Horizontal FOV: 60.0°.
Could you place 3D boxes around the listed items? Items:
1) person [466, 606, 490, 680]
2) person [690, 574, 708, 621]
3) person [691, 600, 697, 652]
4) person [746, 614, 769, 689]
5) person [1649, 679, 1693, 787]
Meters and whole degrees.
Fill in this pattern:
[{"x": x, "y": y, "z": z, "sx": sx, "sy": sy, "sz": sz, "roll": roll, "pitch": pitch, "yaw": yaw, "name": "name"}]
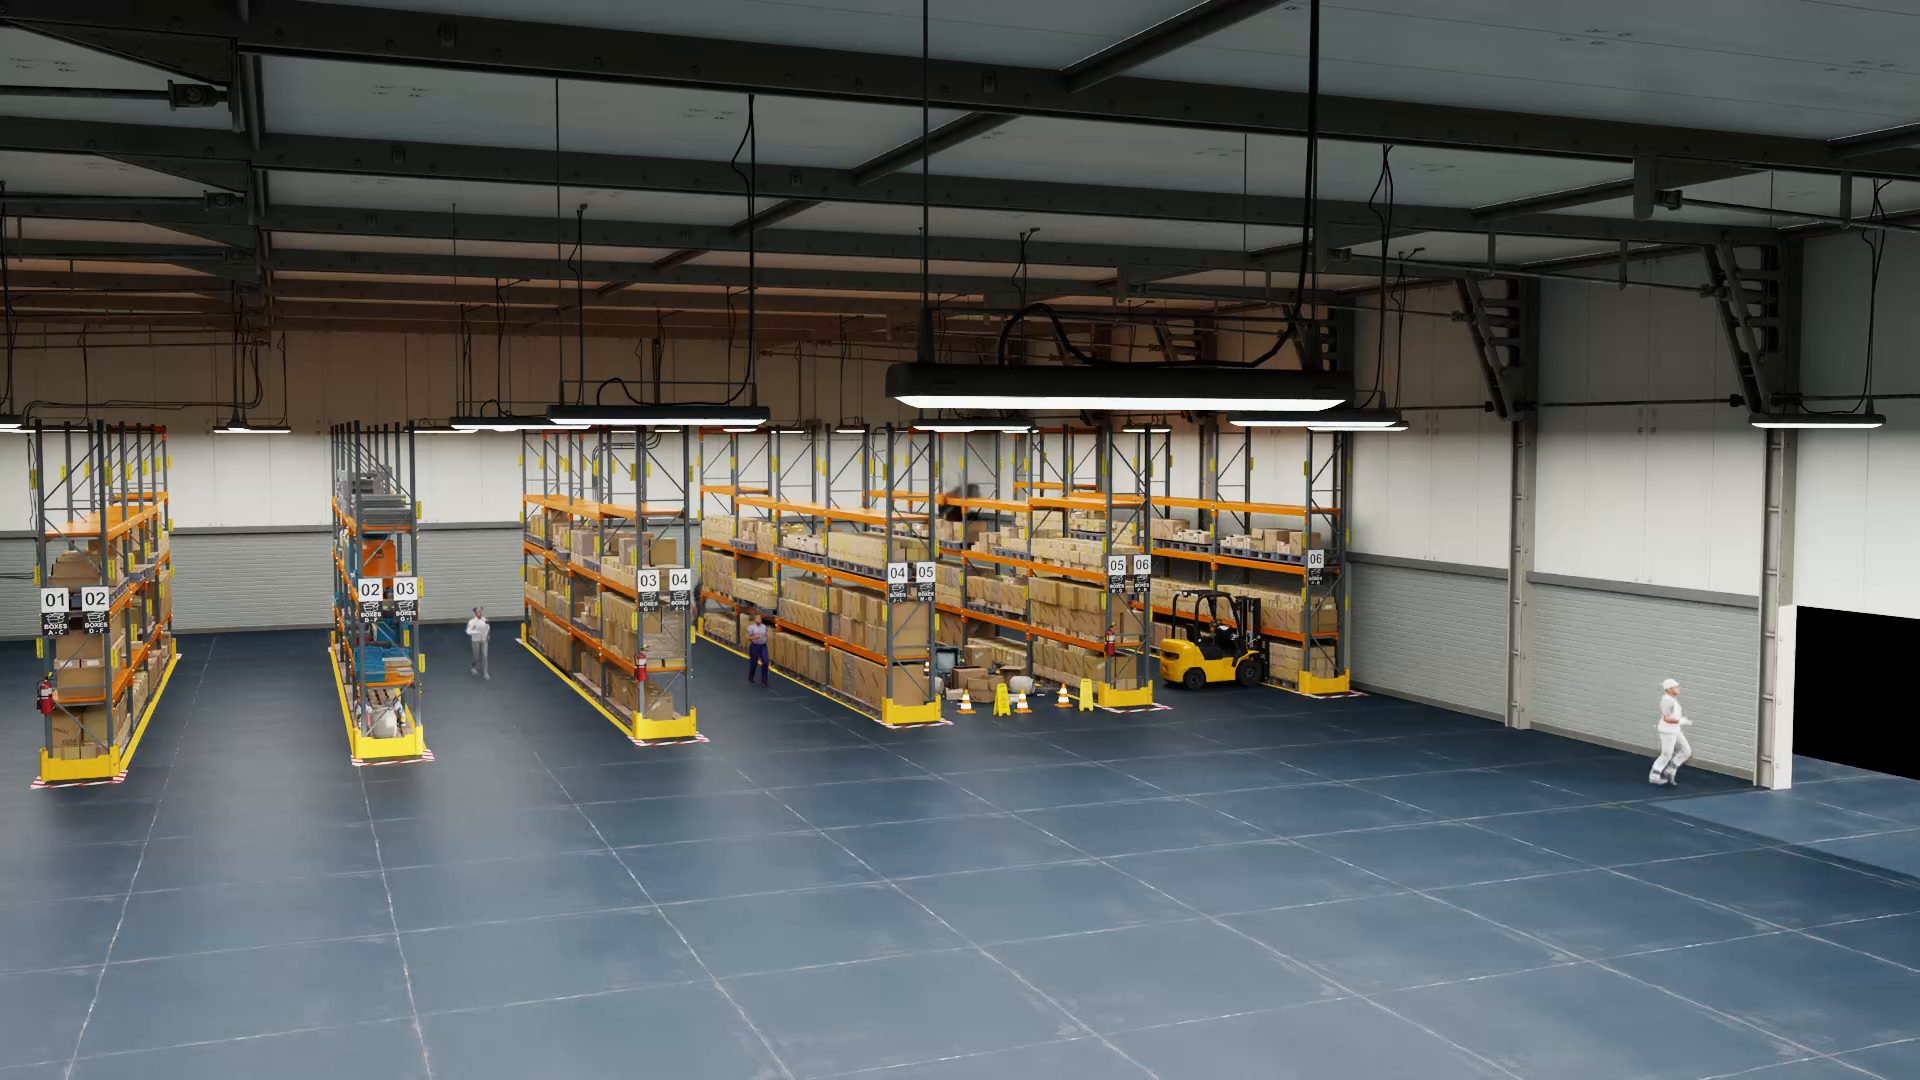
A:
[{"x": -11.334, "y": 2.404, "z": 39.219, "sx": 0.612, "sy": 1.702, "sz": 0.919, "roll": -2, "pitch": 4, "yaw": -35, "name": "person"}, {"x": -7.832, "y": 1.808, "z": 49.434, "sx": 0.908, "sy": 1.659, "sz": 0.805, "roll": 0, "pitch": 4, "yaw": 0, "name": "person"}, {"x": -7.328, "y": 2.166, "z": 44.475, "sx": 0.587, "sy": 1.616, "sz": 0.706, "roll": -2, "pitch": 4, "yaw": -23, "name": "person"}, {"x": -4.607, "y": 2.563, "z": 37.949, "sx": 0.596, "sy": 1.600, "sz": 0.793, "roll": -2, "pitch": 4, "yaw": -26, "name": "person"}, {"x": 11.593, "y": 3.144, "z": 27.058, "sx": 0.692, "sy": 1.784, "sz": 0.628, "roll": 3, "pitch": 4, "yaw": 36, "name": "person"}]
